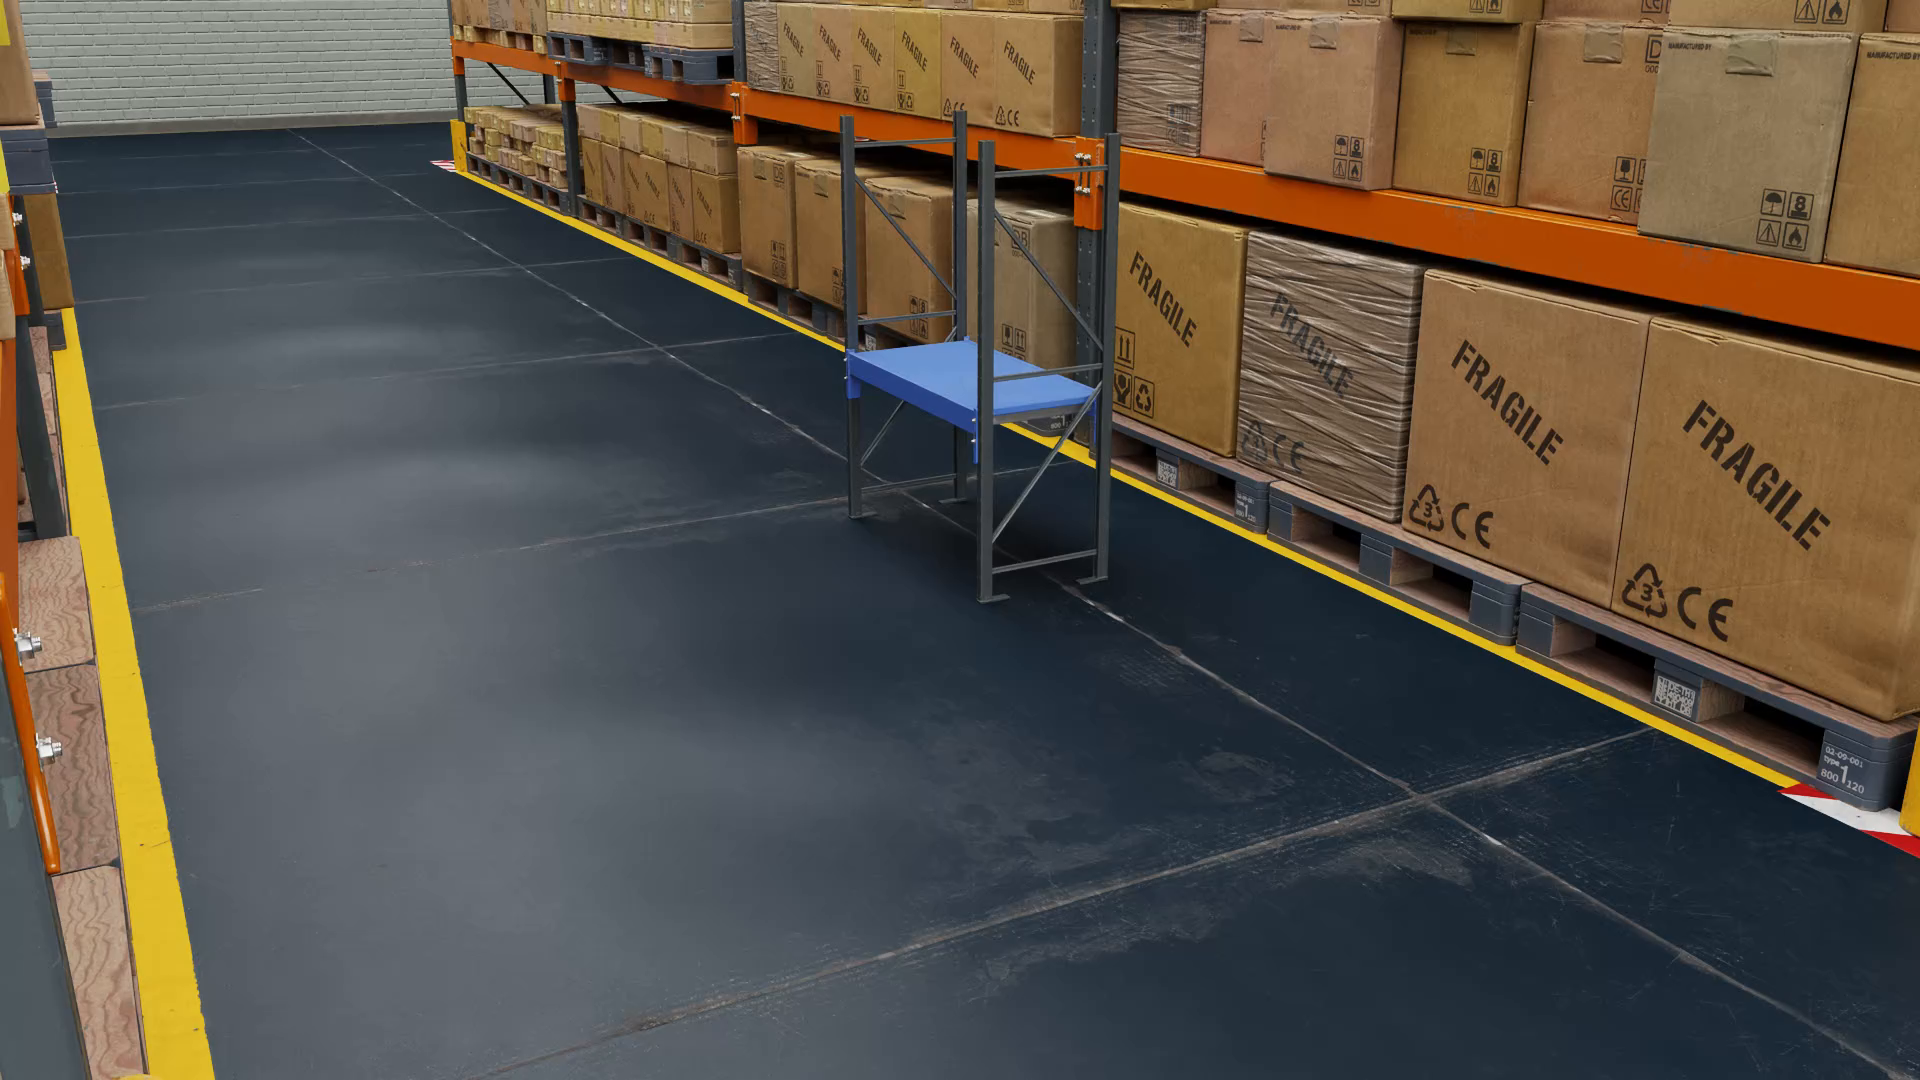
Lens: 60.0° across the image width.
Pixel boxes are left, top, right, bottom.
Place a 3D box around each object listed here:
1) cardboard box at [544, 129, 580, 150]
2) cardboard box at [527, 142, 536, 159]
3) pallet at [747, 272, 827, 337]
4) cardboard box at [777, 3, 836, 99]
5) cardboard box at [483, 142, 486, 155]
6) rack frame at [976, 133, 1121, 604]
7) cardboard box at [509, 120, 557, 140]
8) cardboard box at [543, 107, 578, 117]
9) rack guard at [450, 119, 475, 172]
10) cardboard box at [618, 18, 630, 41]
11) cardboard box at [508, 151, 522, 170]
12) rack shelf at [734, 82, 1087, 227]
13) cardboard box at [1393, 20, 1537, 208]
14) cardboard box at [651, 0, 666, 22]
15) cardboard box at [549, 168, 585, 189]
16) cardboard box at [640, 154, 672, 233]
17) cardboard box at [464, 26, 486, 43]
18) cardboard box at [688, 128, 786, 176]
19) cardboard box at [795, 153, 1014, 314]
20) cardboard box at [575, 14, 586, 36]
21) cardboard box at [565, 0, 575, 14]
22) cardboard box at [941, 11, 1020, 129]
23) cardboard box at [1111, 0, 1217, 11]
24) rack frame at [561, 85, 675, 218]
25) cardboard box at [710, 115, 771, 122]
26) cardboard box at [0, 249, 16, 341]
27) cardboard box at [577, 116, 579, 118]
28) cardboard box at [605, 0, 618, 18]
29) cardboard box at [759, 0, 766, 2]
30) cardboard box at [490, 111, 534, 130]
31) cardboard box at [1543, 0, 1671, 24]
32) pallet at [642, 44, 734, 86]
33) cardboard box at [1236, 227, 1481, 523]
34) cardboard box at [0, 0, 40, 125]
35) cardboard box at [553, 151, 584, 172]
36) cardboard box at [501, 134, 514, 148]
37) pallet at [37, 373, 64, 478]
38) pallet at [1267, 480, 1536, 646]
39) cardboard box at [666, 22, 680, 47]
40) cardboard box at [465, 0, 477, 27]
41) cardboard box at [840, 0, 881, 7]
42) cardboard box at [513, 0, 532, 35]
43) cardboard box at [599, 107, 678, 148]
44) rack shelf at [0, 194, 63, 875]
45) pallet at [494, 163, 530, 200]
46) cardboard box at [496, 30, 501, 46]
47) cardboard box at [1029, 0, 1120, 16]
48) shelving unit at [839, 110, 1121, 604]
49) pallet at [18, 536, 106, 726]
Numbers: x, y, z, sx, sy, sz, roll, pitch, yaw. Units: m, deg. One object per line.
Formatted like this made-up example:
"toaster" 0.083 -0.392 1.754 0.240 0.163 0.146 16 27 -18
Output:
"cardboard box" -3.382 -3.471 14.408 0.380 0.149 0.250 -10 21 -26
"cardboard box" -3.710 -3.550 15.092 0.380 0.149 0.250 -9 21 -25
"pallet" -0.620 -1.506 10.172 1.003 0.211 1.213 -10 21 -27
"cardboard box" -0.708 -2.793 9.474 0.500 0.500 0.500 -10 22 -27
"cardboard box" -4.563 -3.947 16.698 0.380 0.149 0.250 -10 21 -27
"rack frame" 0.282 -0.539 5.393 0.500 1.500 0.032 -10 21 -27
"cardboard box" -3.909 -3.767 15.265 0.380 0.149 0.250 -11 22 -29
"cardboard box" -3.949 -4.242 16.642 0.380 0.149 0.250 -11 22 -28
"rack guard" -4.691 -4.155 17.406 1.175 0.500 0.348 -10 21 -27
"cardboard box" -2.171 -3.581 11.652 0.380 0.149 0.250 -9 21 -25
"cardboard box" -4.013 -3.567 15.598 0.380 0.149 0.250 -10 21 -27
"rack shelf" 0.022 -2.148 8.860 1.077 0.370 4.000 -10 21 -27
"cardboard box" 1.931 -1.416 5.407 0.875 0.550 0.500 -10 21 -27
"cardboard box" -1.819 -3.505 10.976 0.380 0.149 0.250 -9 21 -25
"cardboard box" -3.313 -3.121 14.304 0.380 0.149 0.250 -10 21 -26
"cardboard box" -1.979 -2.526 12.042 0.500 0.500 0.500 -11 22 -29
"cardboard box" -4.623 -4.944 16.245 0.380 0.149 0.250 -11 22 -28
"cardboard box" -1.483 -2.589 11.075 0.500 0.250 0.500 -11 22 -28
"cardboard box" -0.300 -1.758 9.432 1.050 0.750 0.750 -10 21 -26
"cardboard box" -2.675 -3.882 12.525 0.380 0.149 0.250 -10 21 -26
"cardboard box" -2.797 -4.098 12.695 0.380 0.149 0.250 -9 21 -25
"cardboard box" 0.249 -2.214 7.797 0.500 0.500 0.500 -10 22 -27
"cardboard box" 1.117 -2.384 6.556 0.875 0.550 0.550 -10 21 -27
"rack frame" -2.827 -4.210 13.734 1.000 3.000 0.127 -10 21 -27
"cardboard box" -1.507 -2.958 12.145 0.500 0.250 0.500 -10 21 -26
"cardboard box" -2.094 -0.472 3.285 0.380 0.149 0.250 -10 21 -27
"cardboard box" -3.528 -3.926 15.725 0.380 0.149 0.250 -10 21 -26
"cardboard box" -2.300 -3.798 11.824 0.380 0.149 0.250 -10 22 -28
"cardboard box" -1.111 -3.530 11.047 0.380 0.149 0.250 -9 21 -24
"cardboard box" -4.343 -4.077 16.161 0.380 0.149 0.250 -11 22 -29
"cardboard box" 2.240 -1.785 4.820 0.875 0.550 0.550 -10 21 -27
"pallet" -1.360 -3.159 10.983 1.213 0.211 1.003 -10 21 -27
"cardboard box" 1.640 -0.658 6.054 0.875 0.875 0.875 -10 21 -26
"cardboard box" -3.696 -1.906 5.494 1.000 1.000 1.000 -10 21 -26
"cardboard box" -3.257 -3.243 14.202 0.380 0.149 0.250 -10 21 -26
"cardboard box" -4.193 -3.864 16.002 0.380 0.149 0.250 -11 22 -29
"pallet" -4.396 -0.430 7.055 1.003 0.211 1.213 -10 21 -27
"pallet" 1.847 -0.014 5.850 1.003 0.211 1.213 -10 21 -27
"cardboard box" -1.683 -3.284 10.790 0.380 0.149 0.250 -10 21 -27
"cardboard box" -4.480 -5.225 16.066 0.500 0.500 0.500 -10 21 -27
"cardboard box" -0.237 -3.160 9.003 0.700 0.500 0.500 -10 22 -27
"cardboard box" -3.551 -4.642 14.378 0.500 0.500 0.500 -11 22 -28
"cardboard box" -2.454 -3.176 12.776 0.500 0.250 0.500 -9 21 -25
"rack shelf" -2.492 -0.260 3.390 1.077 0.370 4.000 -10 21 -27
"pallet" -3.761 -3.430 15.748 1.003 0.211 1.213 -10 21 -27
"cardboard box" -4.076 -4.656 15.411 0.380 0.149 0.250 -9 21 -25
"cardboard box" 0.731 -2.575 7.310 0.700 0.500 0.500 -10 22 -28
"shelving unit" 0.041 -0.684 5.816 0.538 1.500 1.048 -10 21 -27
"pallet" -3.091 0.331 4.848 1.003 0.211 1.213 -10 21 -27
